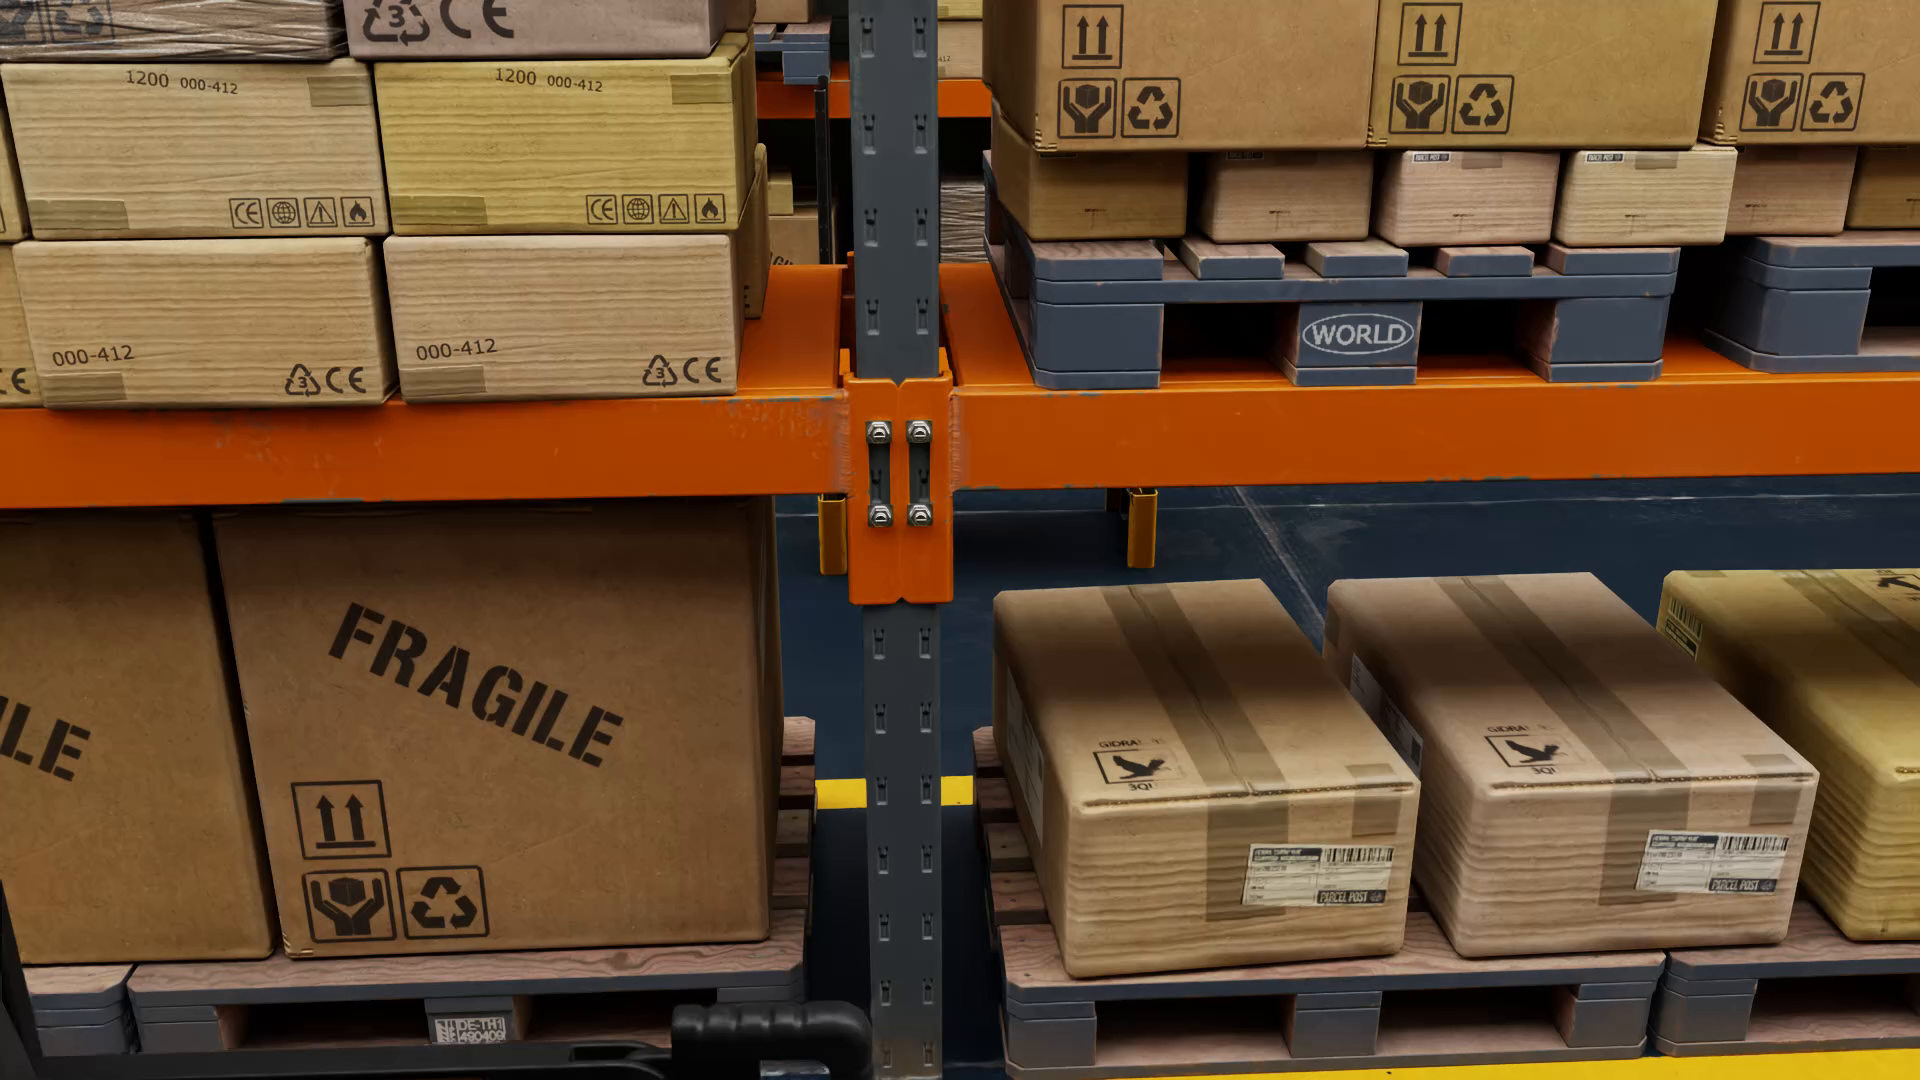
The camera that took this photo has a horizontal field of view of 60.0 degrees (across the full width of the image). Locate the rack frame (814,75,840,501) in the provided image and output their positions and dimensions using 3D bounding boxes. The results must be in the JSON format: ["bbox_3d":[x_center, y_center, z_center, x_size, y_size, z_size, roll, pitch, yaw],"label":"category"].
[{"bbox_3d":[-0.422,-0.692,5.332,0.032,1.500,0.500,-1,21,-3],"label":"rack frame"}]

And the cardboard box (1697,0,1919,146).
[{"bbox_3d":[1.389,-0.924,2.682,0.500,0.500,0.500,-1,21,-2],"label":"cardboard box"}]

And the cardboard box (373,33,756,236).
[{"bbox_3d":[-0.592,-0.652,2.626,0.500,0.250,0.500,-1,21,-3],"label":"cardboard box"}]

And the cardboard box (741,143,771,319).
[{"bbox_3d":[-0.626,-0.598,3.186,0.500,0.250,0.500,-2,21,-4],"label":"cardboard box"}]

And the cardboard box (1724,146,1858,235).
[{"bbox_3d":[1.284,-0.622,2.801,0.250,0.149,0.380,0,21,0],"label":"cardboard box"}]

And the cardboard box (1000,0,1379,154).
[{"bbox_3d":[0.339,-0.897,2.613,0.500,0.500,0.500,-2,21,-5],"label":"cardboard box"}]

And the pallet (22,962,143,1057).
[{"bbox_3d":[-2.130,0.728,3.413,1.213,0.211,1.003,-1,21,-3],"label":"pallet"}]

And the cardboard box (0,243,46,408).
[{"bbox_3d":[-1.626,-0.395,2.654,0.500,0.250,0.500,-1,21,-4],"label":"cardboard box"}]

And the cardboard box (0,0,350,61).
[{"bbox_3d":[-1.136,-0.986,2.448,0.500,0.500,0.500,-1,21,-2],"label":"cardboard box"}]

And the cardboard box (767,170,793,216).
[{"bbox_3d":[-0.889,-1.583,7.574,0.250,0.149,0.380,-2,21,-6],"label":"cardboard box"}]

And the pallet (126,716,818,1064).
[{"bbox_3d":[-0.914,0.704,3.475,1.213,0.211,1.003,-1,21,-3],"label":"pallet"}]

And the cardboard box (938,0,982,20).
[{"bbox_3d":[0.048,-2.428,7.292,0.500,0.250,0.500,-1,21,-3],"label":"cardboard box"}]

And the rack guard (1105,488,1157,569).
[{"bbox_3d":[0.573,-0.128,5.607,0.087,0.250,0.587,-1,21,-3],"label":"rack guard"}]

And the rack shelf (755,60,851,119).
[{"bbox_3d":[-2.407,-1.975,7.603,4.000,0.370,1.077,-1,21,-3],"label":"rack shelf"}]

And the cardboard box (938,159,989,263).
[{"bbox_3d":[0.213,-1.446,7.950,0.625,0.625,0.875,-1,21,-1],"label":"cardboard box"}]

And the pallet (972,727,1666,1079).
[{"bbox_3d":[0.657,0.699,3.487,1.213,0.211,1.003,-1,21,-3],"label":"pallet"}]

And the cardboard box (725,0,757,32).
[{"bbox_3d":[-0.629,-1.179,2.957,0.500,0.500,0.500,-2,21,-5],"label":"cardboard box"}]

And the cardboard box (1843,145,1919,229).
[{"bbox_3d":[1.564,-0.641,2.852,0.250,0.149,0.380,0,21,-1],"label":"cardboard box"}]

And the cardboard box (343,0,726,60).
[{"bbox_3d":[-0.624,-0.999,2.483,0.500,0.500,0.500,-2,21,-5],"label":"cardboard box"}]

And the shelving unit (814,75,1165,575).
[{"bbox_3d":[0.076,-0.702,5.358,1.083,1.500,0.587,-1,21,-3],"label":"shelving unit"}]

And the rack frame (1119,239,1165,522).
[{"bbox_3d":[0.593,-0.713,5.386,0.032,1.500,0.500,-1,21,-3],"label":"rack frame"}]

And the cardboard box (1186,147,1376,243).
[{"bbox_3d":[0.496,-0.602,2.748,0.250,0.149,0.380,-2,21,-6],"label":"cardboard box"}]

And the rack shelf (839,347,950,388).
[{"bbox_3d":[0.085,-0.535,5.423,1.000,0.185,0.538,-1,21,-3],"label":"rack shelf"}]

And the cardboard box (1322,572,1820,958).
[{"bbox_3d":[1.178,0.418,3.411,0.625,0.372,0.950,-2,21,-4],"label":"cardboard box"}]

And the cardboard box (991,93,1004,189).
[{"bbox_3d":[0.191,-0.757,3.158,0.250,0.149,0.380,0,21,-1],"label":"cardboard box"}]

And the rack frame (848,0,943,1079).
[{"bbox_3d":[-0.123,-0.588,2.951,0.127,3.000,1.000,-1,21,-3],"label":"rack frame"}]

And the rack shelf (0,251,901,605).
[{"bbox_3d":[-2.120,-0.212,2.972,4.000,0.370,1.077,-1,21,-3],"label":"rack shelf"}]

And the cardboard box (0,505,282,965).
[{"bbox_3d":[-1.708,0.209,3.251,0.875,0.875,0.875,-1,21,-2],"label":"cardboard box"}]

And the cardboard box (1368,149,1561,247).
[{"bbox_3d":[0.772,-0.591,2.720,0.250,0.149,0.380,-3,21,-7],"label":"cardboard box"}]

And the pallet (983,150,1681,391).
[{"bbox_3d":[0.582,-0.551,3.122,1.003,0.211,1.213,-1,21,-3],"label":"pallet"}]

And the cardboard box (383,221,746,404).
[{"bbox_3d":[-0.613,-0.416,2.708,0.500,0.250,0.500,-2,21,-5],"label":"cardboard box"}]

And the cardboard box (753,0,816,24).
[{"bbox_3d":[-0.933,-2.640,7.608,0.500,0.500,0.500,0,21,-1],"label":"cardboard box"}]

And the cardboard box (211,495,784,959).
[{"bbox_3d":[-0.817,0.193,3.295,0.875,0.875,0.875,-1,21,-4],"label":"cardboard box"}]

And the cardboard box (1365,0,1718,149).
[{"bbox_3d":[0.859,-0.910,2.648,0.500,0.500,0.500,0,21,0],"label":"cardboard box"}]

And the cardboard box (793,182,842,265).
[{"bbox_3d":[-0.847,-1.471,8.191,0.500,0.500,0.500,0,21,-1],"label":"cardboard box"}]

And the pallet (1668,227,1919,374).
[{"bbox_3d":[1.851,-0.554,3.129,1.213,0.211,1.003,-1,21,-3],"label":"pallet"}]

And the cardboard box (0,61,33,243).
[{"bbox_3d":[-1.614,-0.622,2.548,0.500,0.250,0.500,-2,21,-4],"label":"cardboard box"}]

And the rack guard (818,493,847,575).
[{"bbox_3d":[-0.421,-0.108,5.554,0.087,0.250,0.587,-1,21,-3],"label":"rack guard"}]

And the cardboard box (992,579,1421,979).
[{"bbox_3d":[0.442,0.435,3.364,0.625,0.372,0.950,-3,21,-7],"label":"cardboard box"}]

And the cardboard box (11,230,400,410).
[{"bbox_3d":[-1.122,-0.400,2.666,0.500,0.250,0.500,-1,21,-2],"label":"cardboard box"}]

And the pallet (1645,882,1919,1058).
[{"bbox_3d":[1.872,0.676,3.549,1.213,0.211,1.003,-1,21,-3],"label":"pallet"}]

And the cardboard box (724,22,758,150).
[{"bbox_3d":[-0.643,-0.829,3.092,0.500,0.250,0.500,-1,21,-3],"label":"cardboard box"}]

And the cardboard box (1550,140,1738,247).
[{"bbox_3d":[1.048,-0.589,2.715,0.250,0.149,0.380,-1,21,-3],"label":"cardboard box"}]

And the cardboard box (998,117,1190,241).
[{"bbox_3d":[0.212,-0.608,2.765,0.250,0.149,0.380,-2,21,-6],"label":"cardboard box"}]

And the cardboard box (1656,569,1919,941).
[{"bbox_3d":[1.935,0.404,3.446,0.625,0.372,0.950,0,21,-1],"label":"cardboard box"}]

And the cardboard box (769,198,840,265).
[{"bbox_3d":[-0.820,-1.295,7.729,0.500,0.500,0.500,-1,21,-1],"label":"cardboard box"}]

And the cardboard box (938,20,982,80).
[{"bbox_3d":[0.047,-2.204,7.404,0.500,0.250,0.500,-1,21,-3],"label":"cardboard box"}]

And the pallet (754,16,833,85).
[{"bbox_3d":[-1.083,-2.223,7.514,1.003,0.211,1.213,-1,21,-3],"label":"pallet"}]

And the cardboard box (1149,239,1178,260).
[{"bbox_3d":[0.865,-1.462,7.992,0.625,0.625,0.875,0,21,-1],"label":"cardboard box"}]

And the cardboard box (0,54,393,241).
[{"bbox_3d":[-1.104,-0.640,2.595,0.500,0.250,0.500,-2,21,-4],"label":"cardboard box"}]

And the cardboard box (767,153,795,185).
[{"bbox_3d":[-0.949,-1.783,8.099,0.250,0.149,0.380,0,21,0],"label":"cardboard box"}]

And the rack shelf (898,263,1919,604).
[{"bbox_3d":[1.874,-0.293,3.185,4.000,0.370,1.077,-1,21,-3],"label":"rack shelf"}]

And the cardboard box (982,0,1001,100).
[{"bbox_3d":[0.315,-1.078,3.089,0.500,0.500,0.500,-2,21,-5],"label":"cardboard box"}]

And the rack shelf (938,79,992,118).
[{"bbox_3d":[1.587,-2.056,7.817,4.000,0.370,1.077,-1,21,-3],"label":"rack shelf"}]
